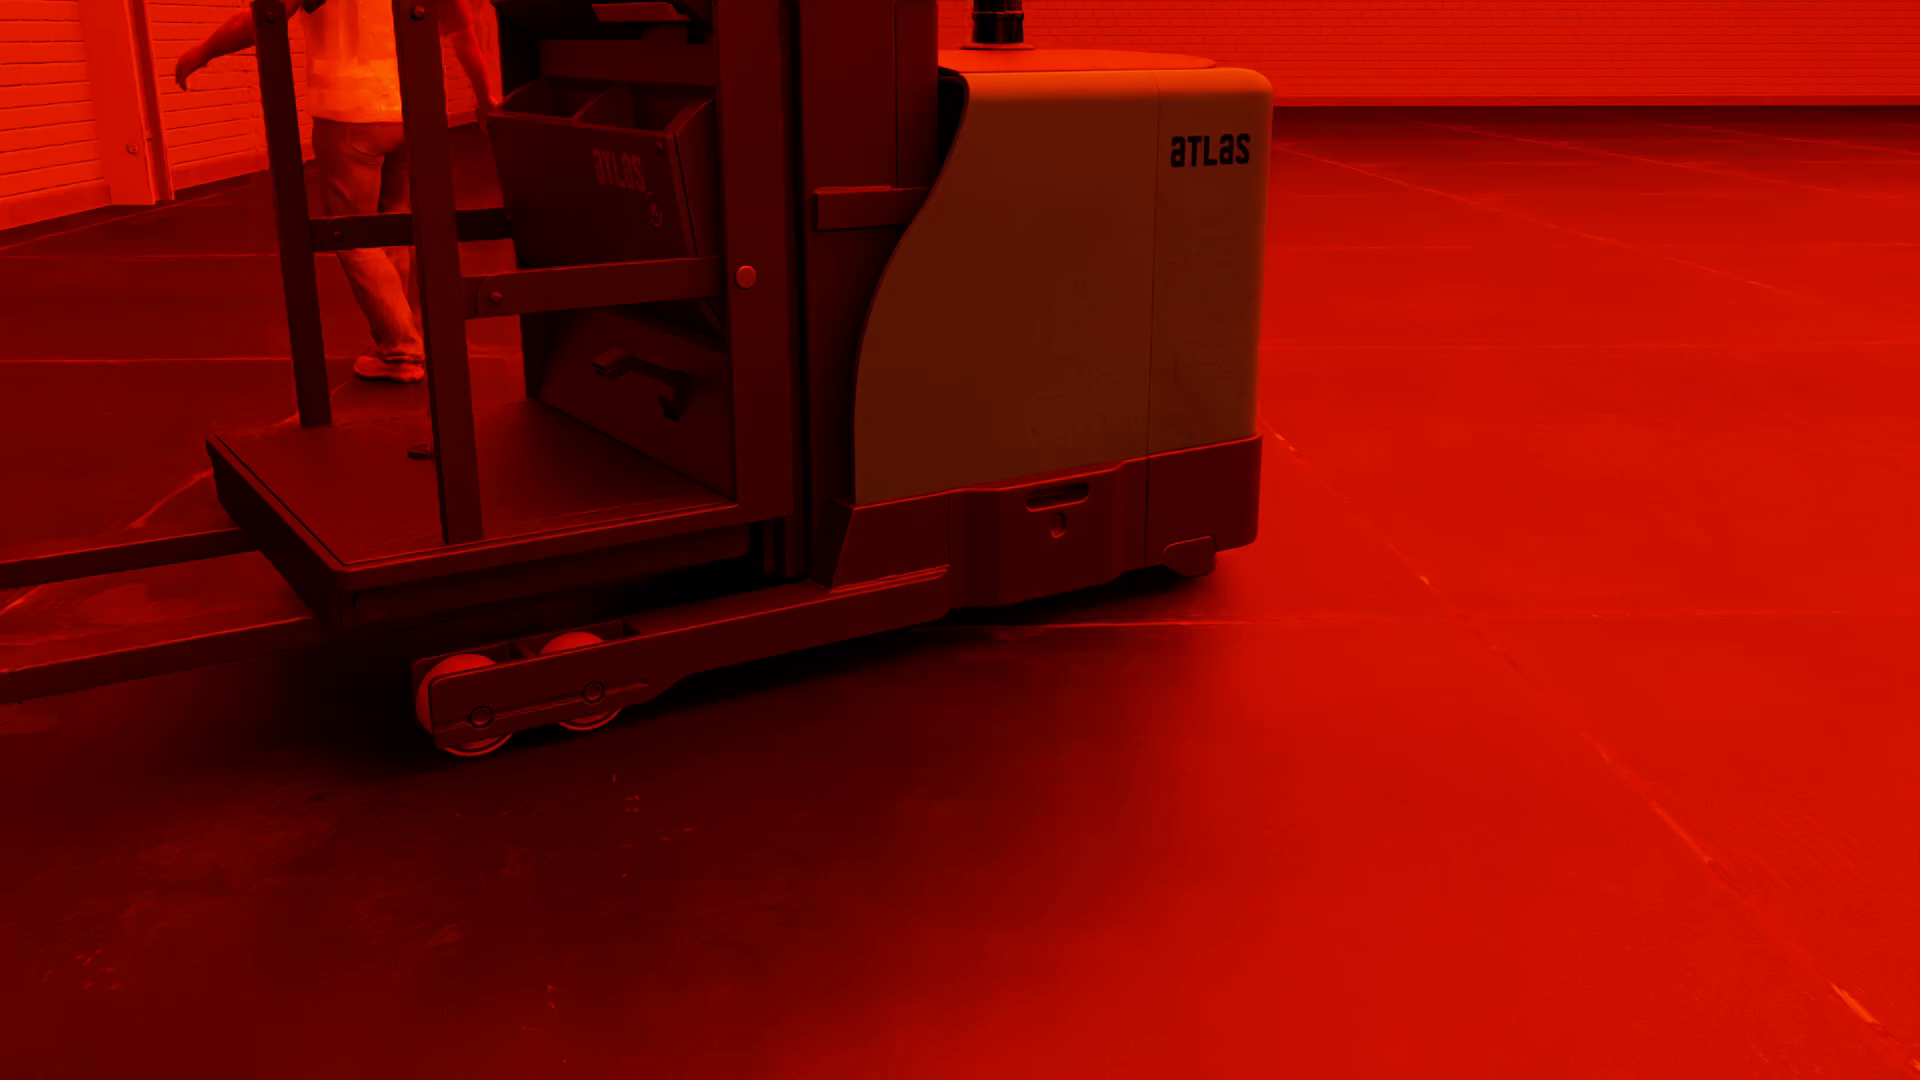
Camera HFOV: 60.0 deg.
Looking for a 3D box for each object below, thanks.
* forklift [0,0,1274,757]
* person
[{"bbox_3d":[-0.852,-1.219,2.894,3.031,2.935,1.130,-11,20,-32],"label":"forklift"},{"bbox_3d":[-2.046,-1.425,5.673,0.658,1.780,1.048,12,21,35],"label":"person"}]
